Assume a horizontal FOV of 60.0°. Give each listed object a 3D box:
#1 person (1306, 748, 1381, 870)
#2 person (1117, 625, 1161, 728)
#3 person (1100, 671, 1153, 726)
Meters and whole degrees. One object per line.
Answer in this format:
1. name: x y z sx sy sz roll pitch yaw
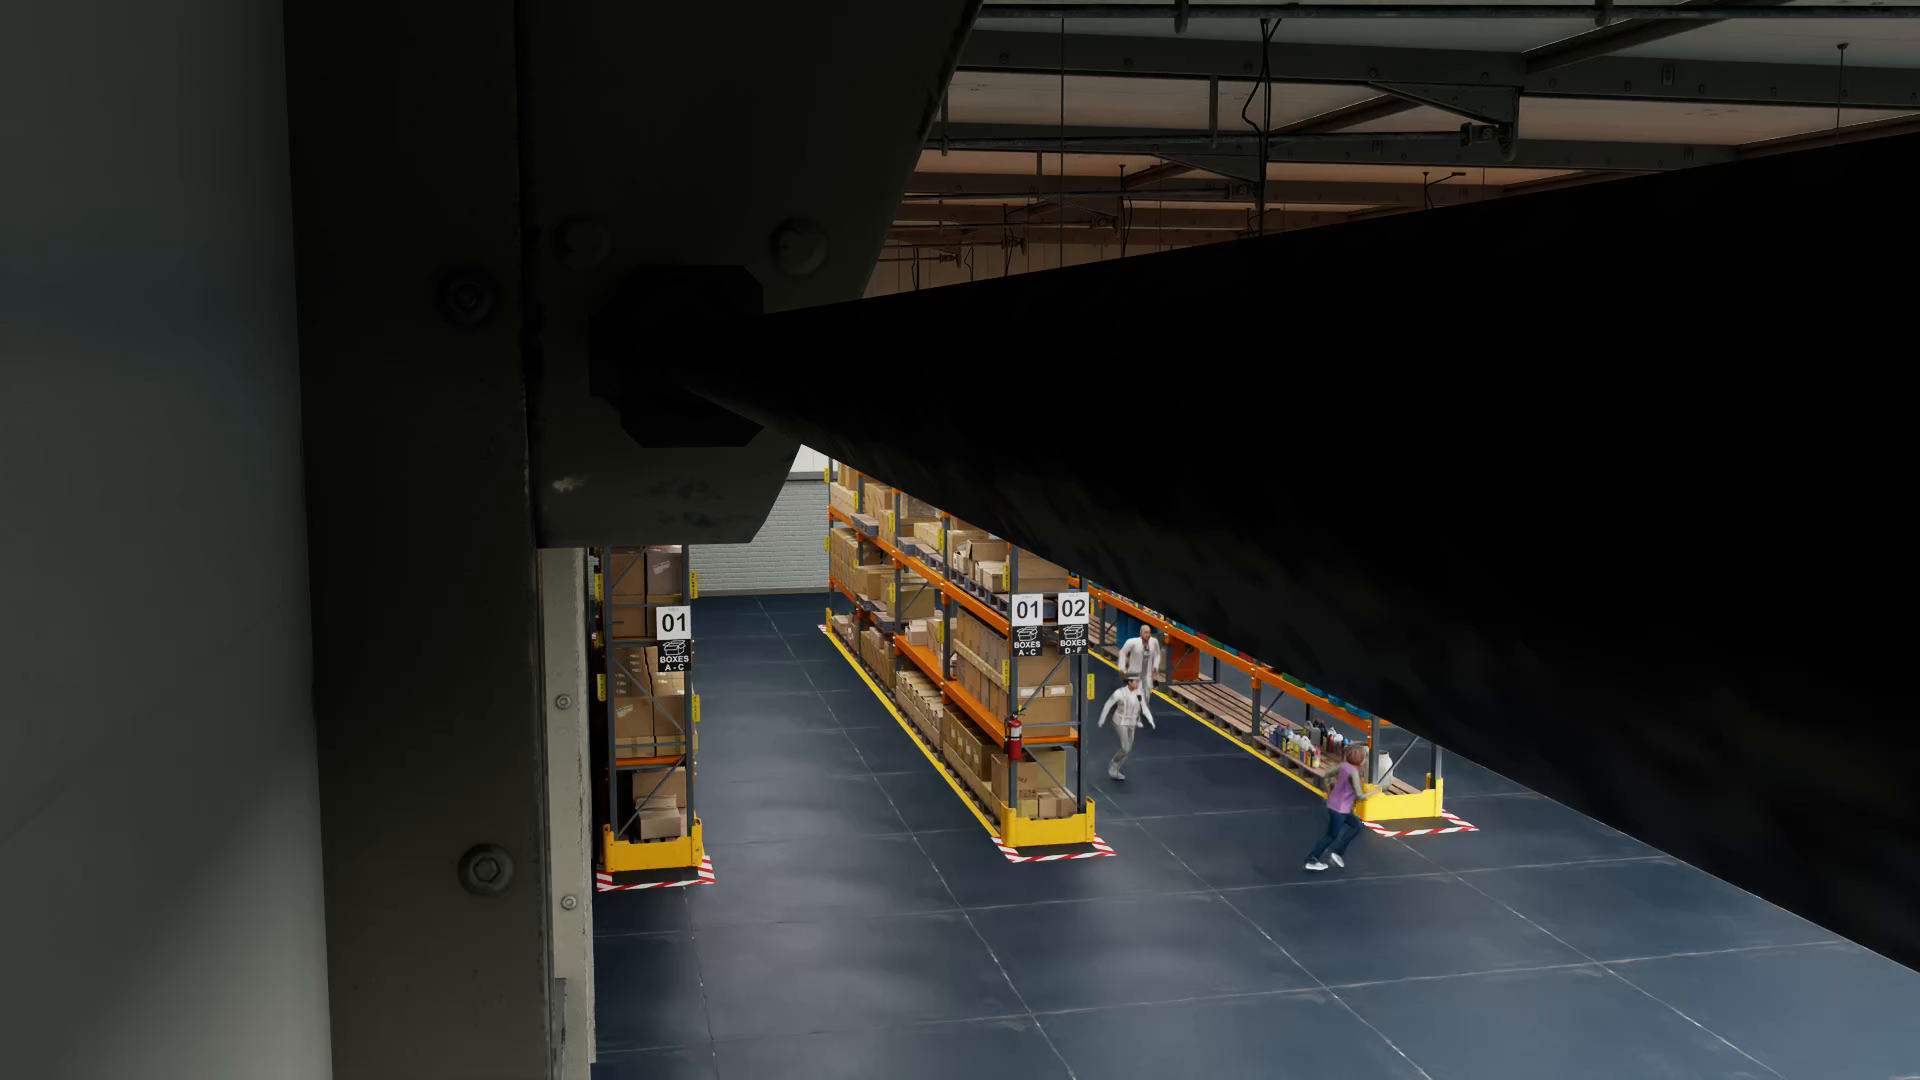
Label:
1. person: 4.584 3.218 19.880 0.871 1.518 0.527 0 7 3
2. person: 2.966 2.225 27.517 0.702 1.714 0.717 -3 7 -22
3. person: 2.420 2.268 23.945 0.593 0.798 0.582 -4 8 -32
